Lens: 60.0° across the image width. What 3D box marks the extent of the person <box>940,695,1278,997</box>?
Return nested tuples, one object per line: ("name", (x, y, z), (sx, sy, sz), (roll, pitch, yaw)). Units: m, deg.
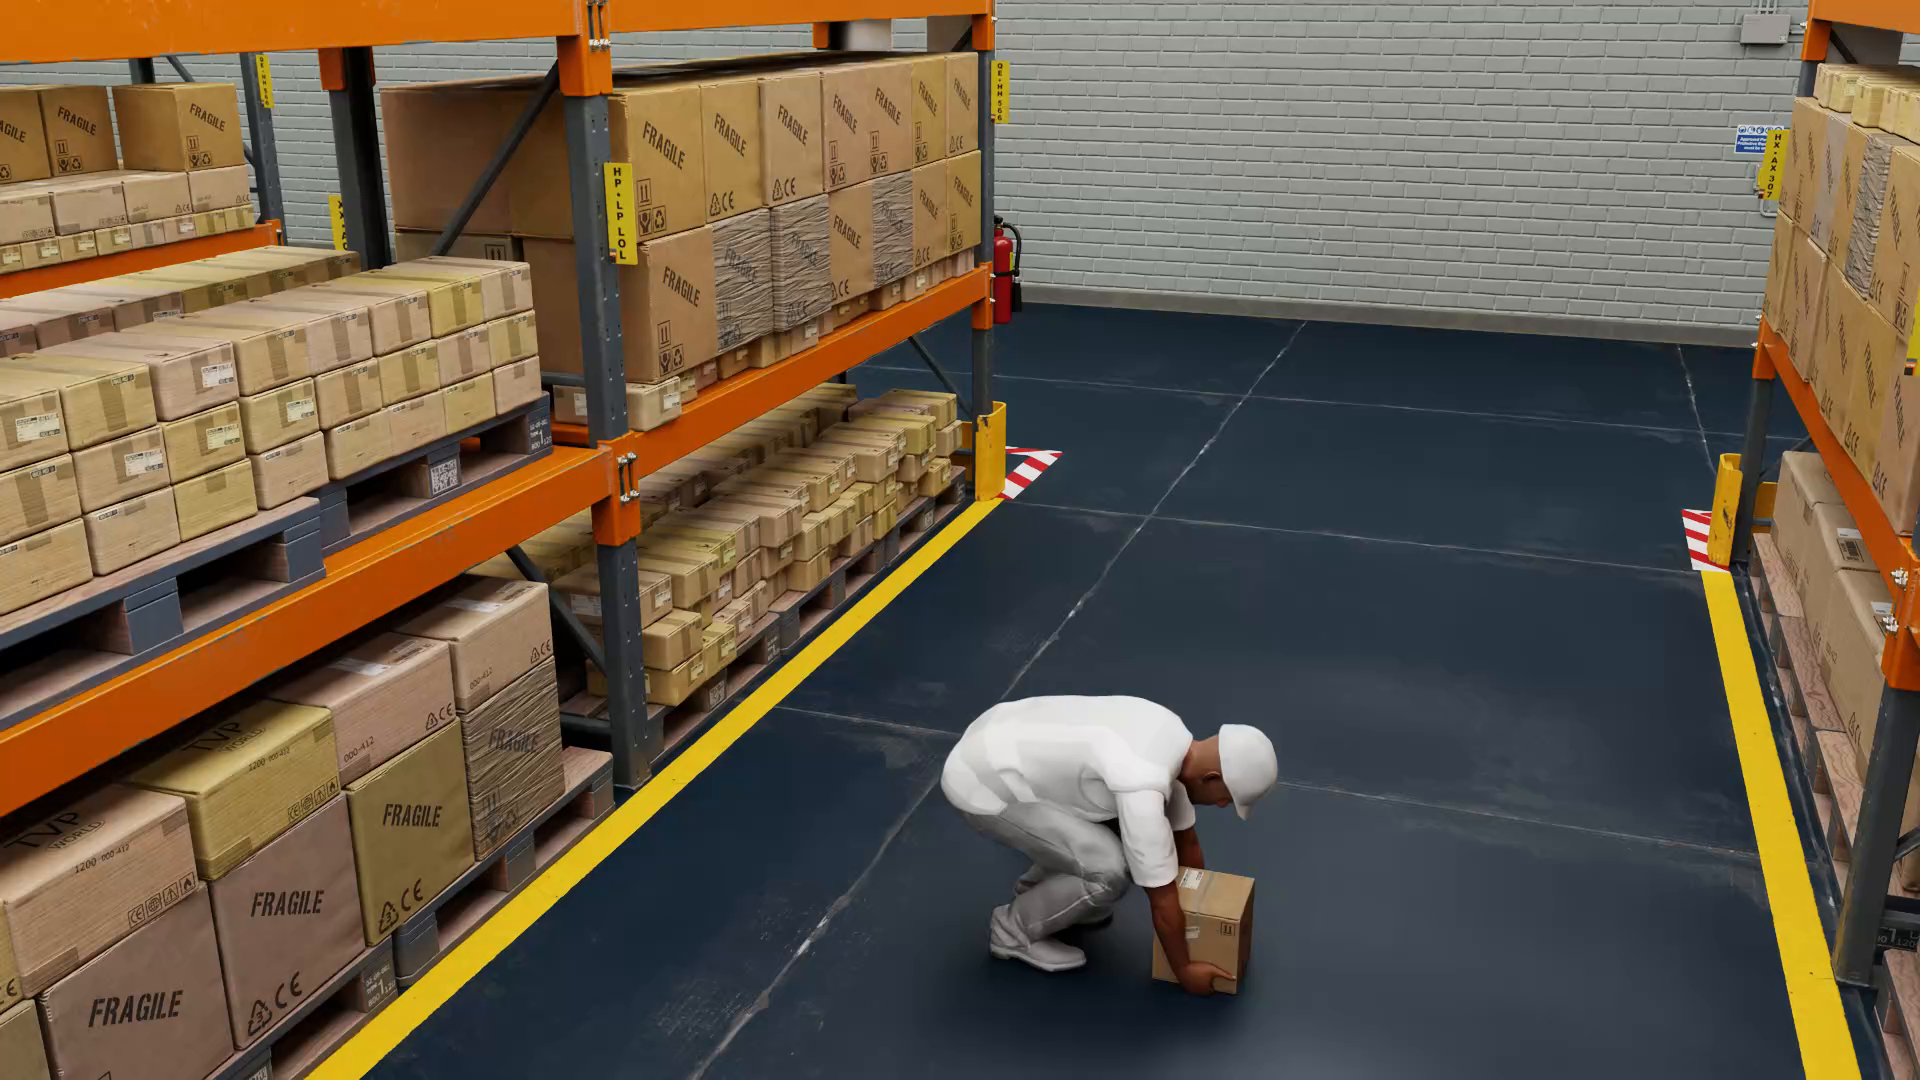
("person", (0.444, 0.867, 4.983), (0.974, 0.822, 0.519), (6, 19, 17))
